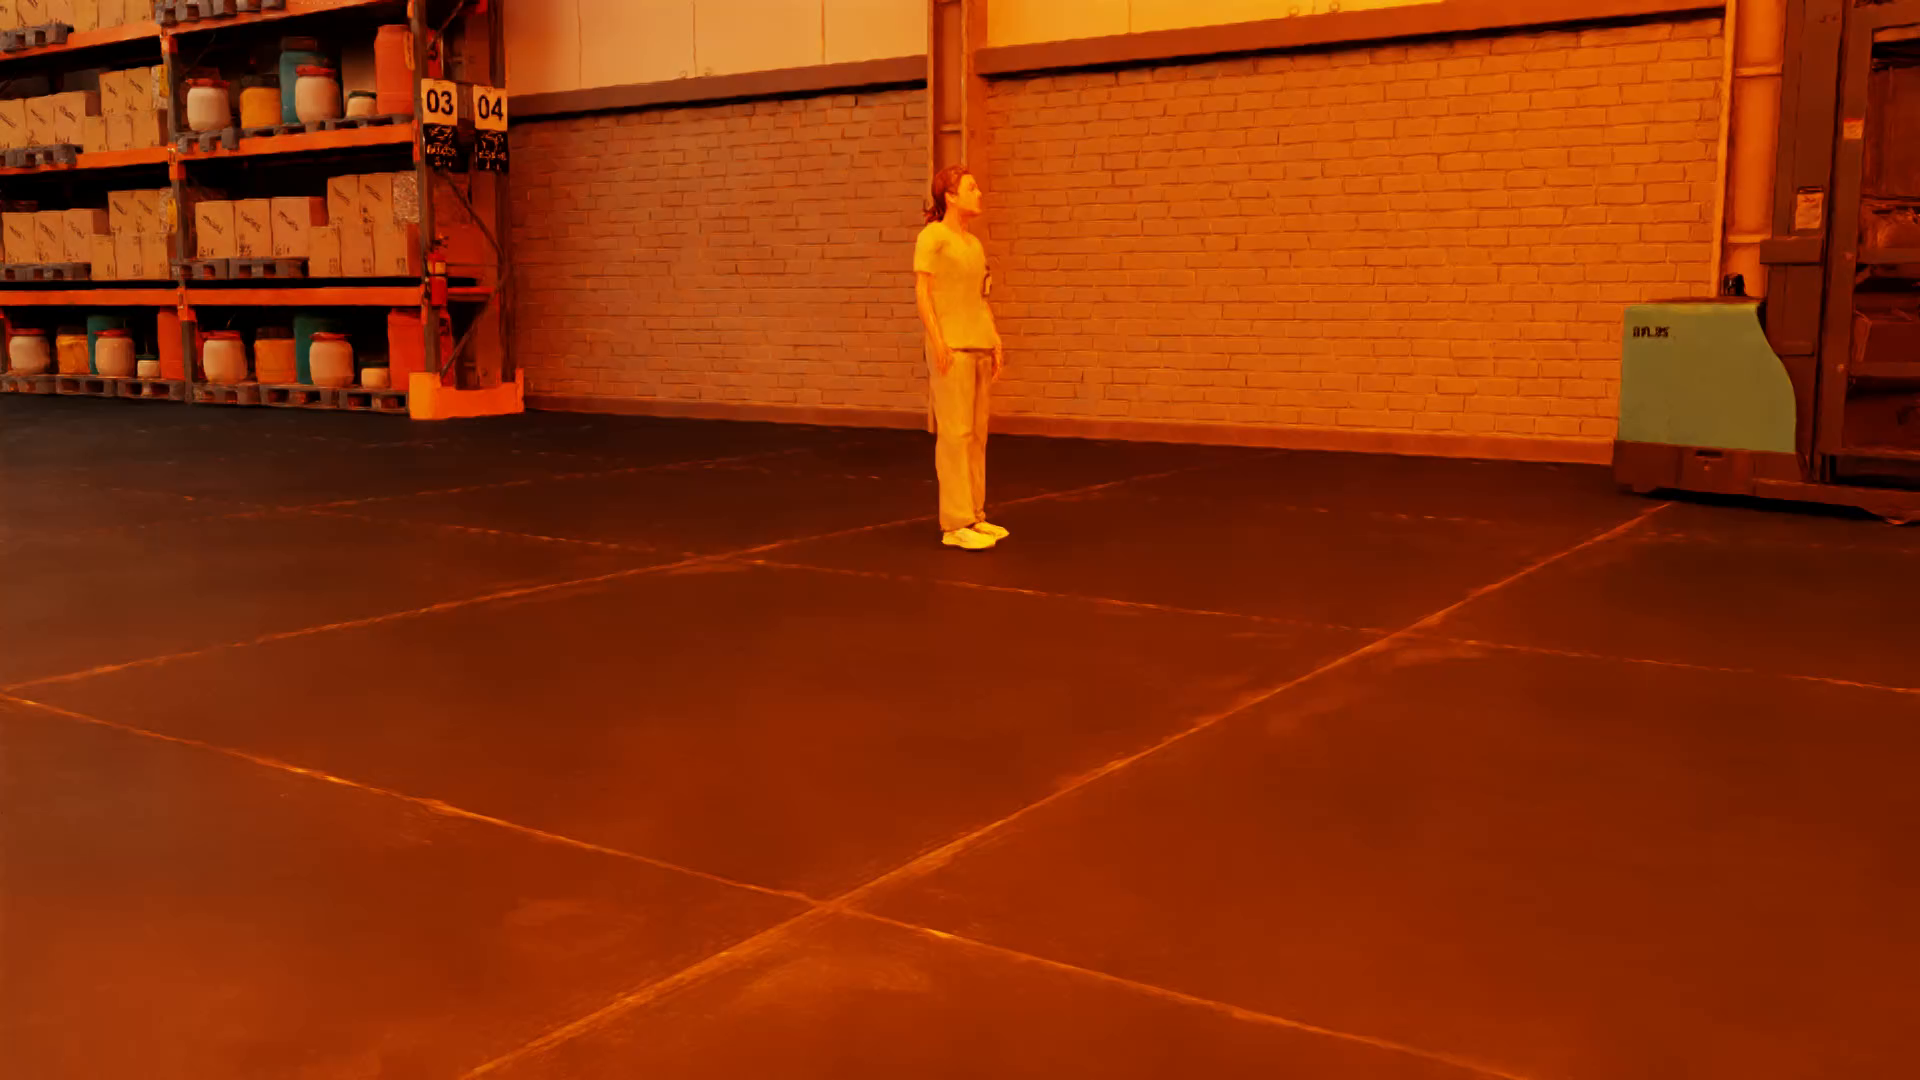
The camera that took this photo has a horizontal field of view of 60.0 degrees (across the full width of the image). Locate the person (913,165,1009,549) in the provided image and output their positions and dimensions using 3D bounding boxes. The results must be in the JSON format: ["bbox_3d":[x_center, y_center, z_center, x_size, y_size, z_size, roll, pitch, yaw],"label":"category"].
[{"bbox_3d":[0.054,-0.829,7.433,0.548,1.674,0.550,5,10,34],"label":"person"}]

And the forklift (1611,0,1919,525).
[{"bbox_3d":[4.958,-1.581,8.309,1.130,2.935,3.031,-6,10,-36],"label":"forklift"}]
